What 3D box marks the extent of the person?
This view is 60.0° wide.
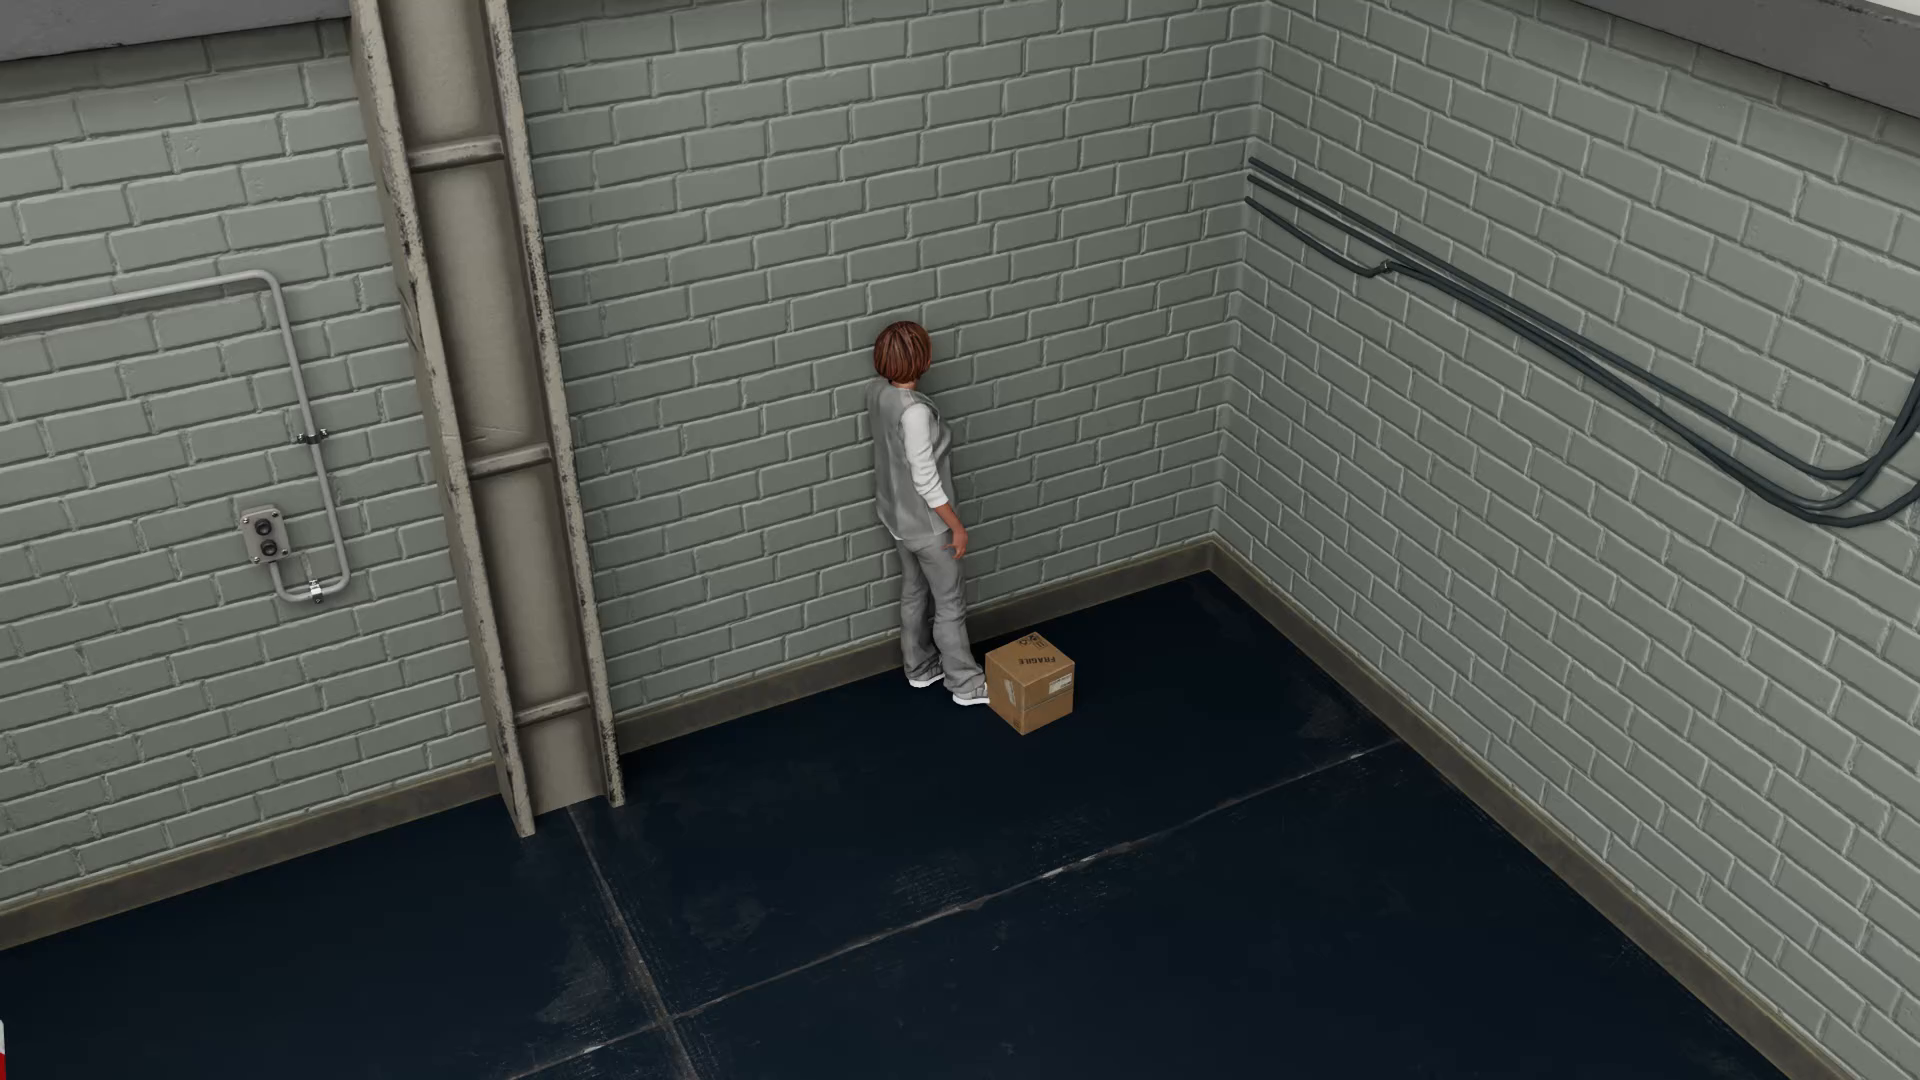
[{"bbox_3d":[-0.079,-0.103,6.289,0.472,1.600,0.521,-16,37,-23],"label":"person"}]
